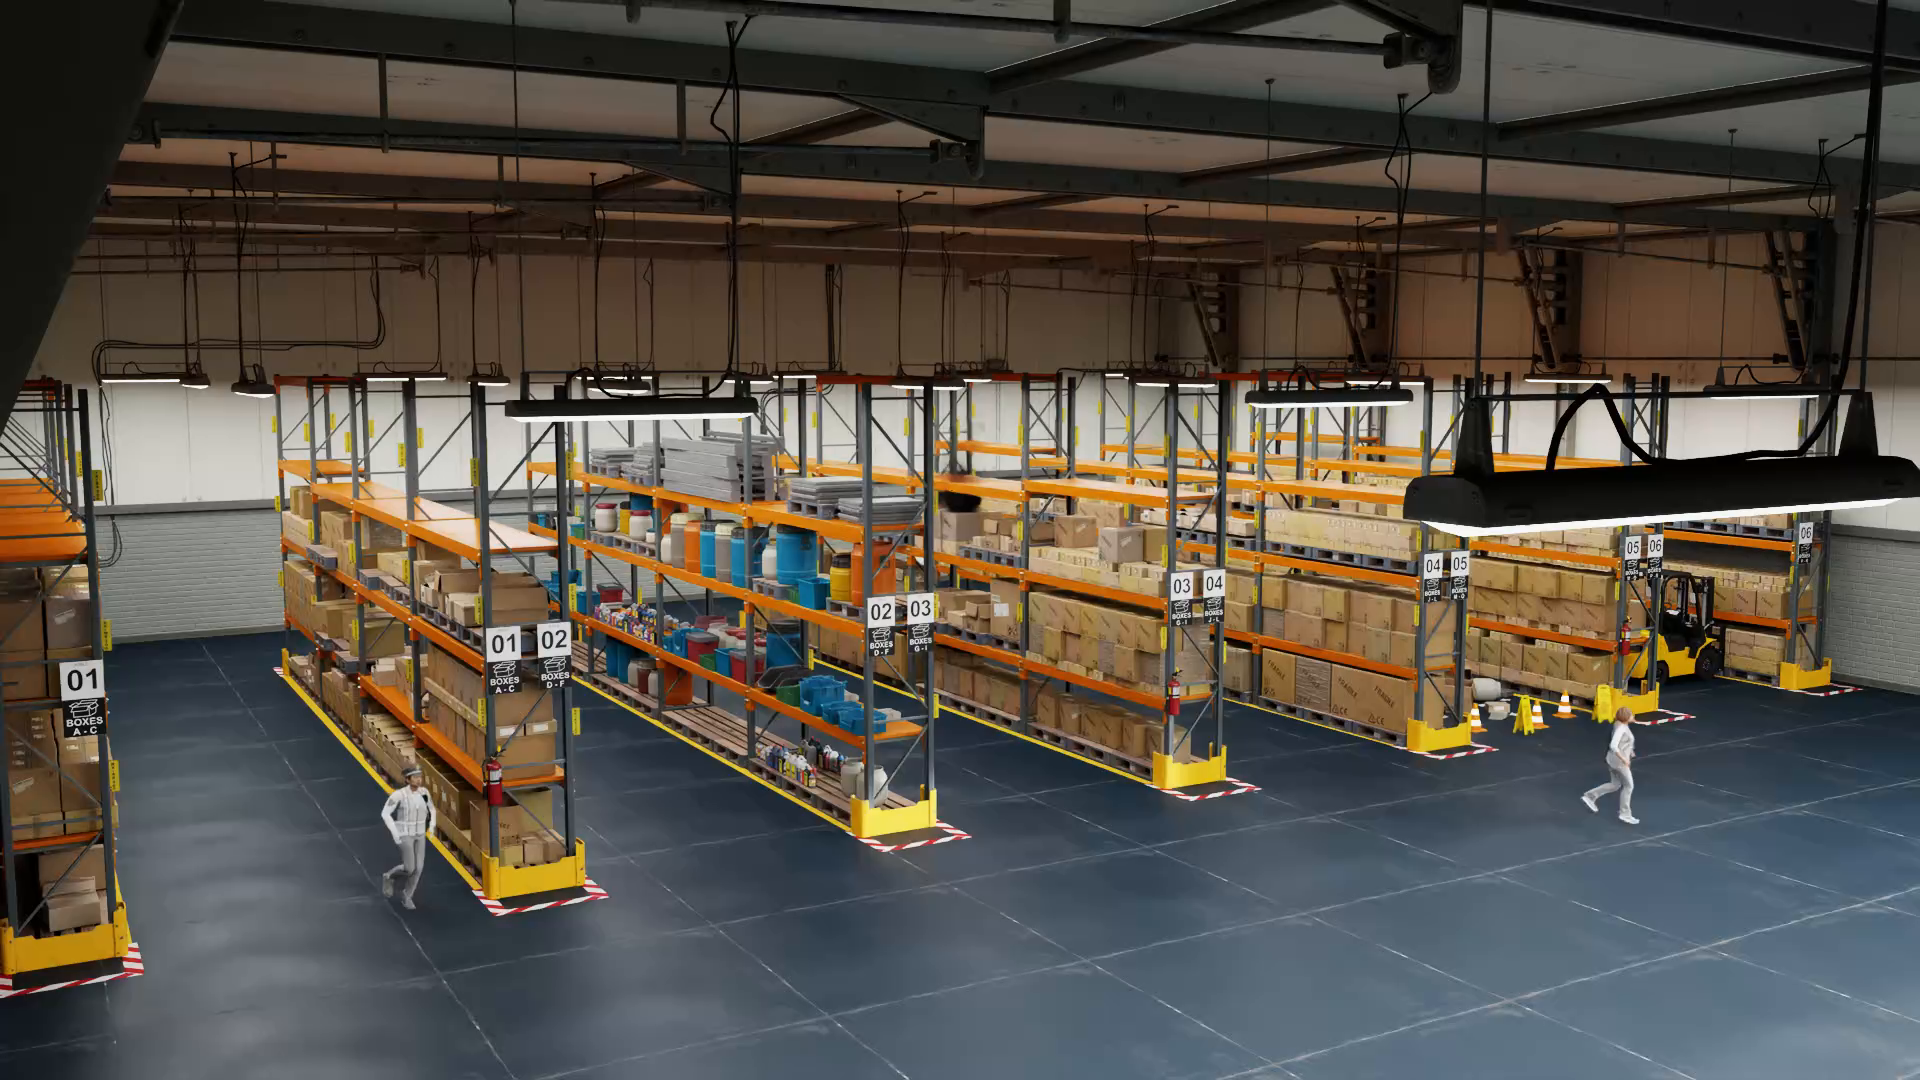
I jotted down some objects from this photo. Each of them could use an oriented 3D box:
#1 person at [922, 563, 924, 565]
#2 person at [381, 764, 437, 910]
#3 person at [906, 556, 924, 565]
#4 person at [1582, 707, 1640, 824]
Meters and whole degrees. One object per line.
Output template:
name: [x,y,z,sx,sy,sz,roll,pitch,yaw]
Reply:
person: [-0.823,1.320,38.476,0.632,1.613,0.554,-4,8,-34]
person: [-6.373,3.424,19.324,0.545,1.674,0.634,5,8,39]
person: [-1.229,0.939,41.808,0.683,1.697,0.797,-2,7,-17]
person: [8.921,3.059,22.734,0.752,1.607,0.538,1,6,12]
